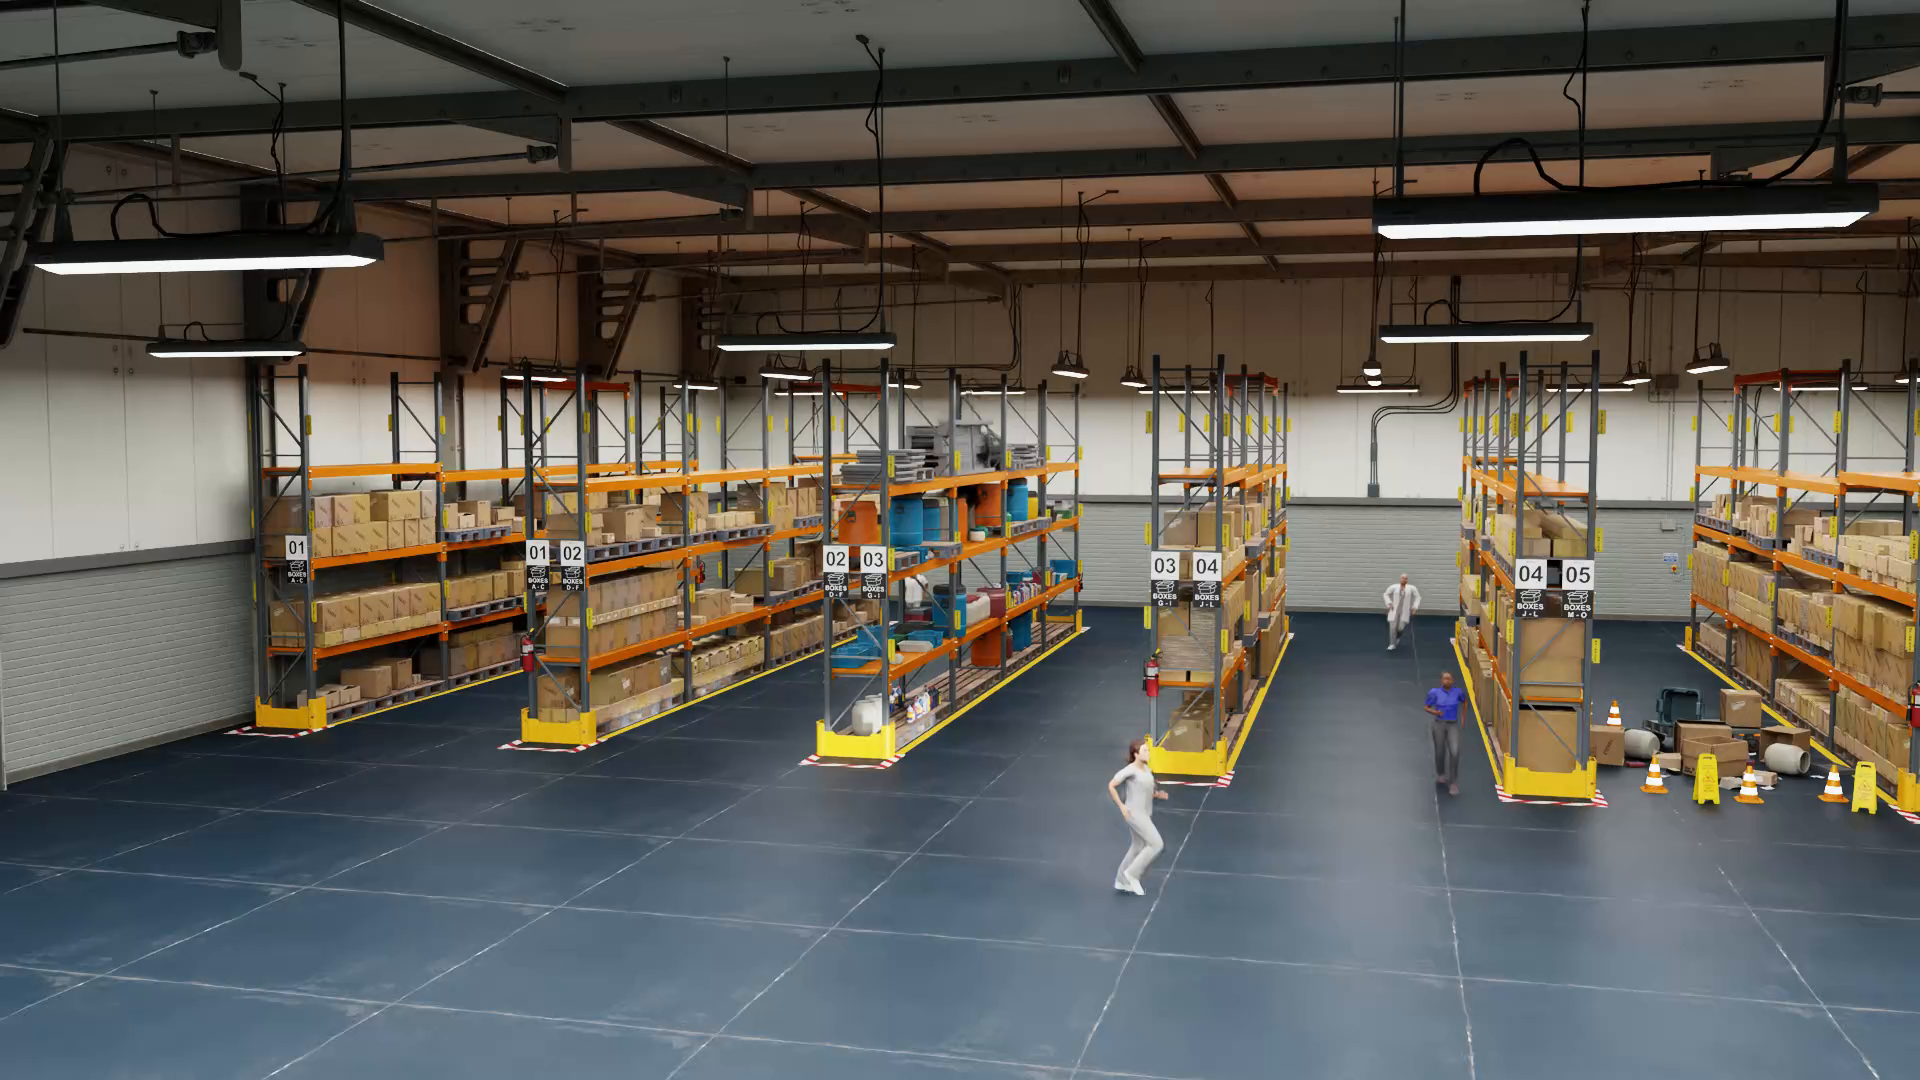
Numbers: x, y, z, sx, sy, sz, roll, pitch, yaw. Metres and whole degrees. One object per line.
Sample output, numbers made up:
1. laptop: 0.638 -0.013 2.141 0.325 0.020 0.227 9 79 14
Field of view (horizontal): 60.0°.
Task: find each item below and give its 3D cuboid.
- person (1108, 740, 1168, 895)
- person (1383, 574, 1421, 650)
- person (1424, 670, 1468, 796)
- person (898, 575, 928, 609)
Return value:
1. person: 1.929 2.942 17.678 0.613 1.639 0.552 2 5 29
2. person: 9.822 1.701 37.017 0.810 1.505 0.571 1 4 17
3. person: 6.678 2.616 22.874 0.597 1.693 0.818 1 4 13
4. person: -1.103 1.436 38.566 0.692 1.787 0.918 0 4 3
